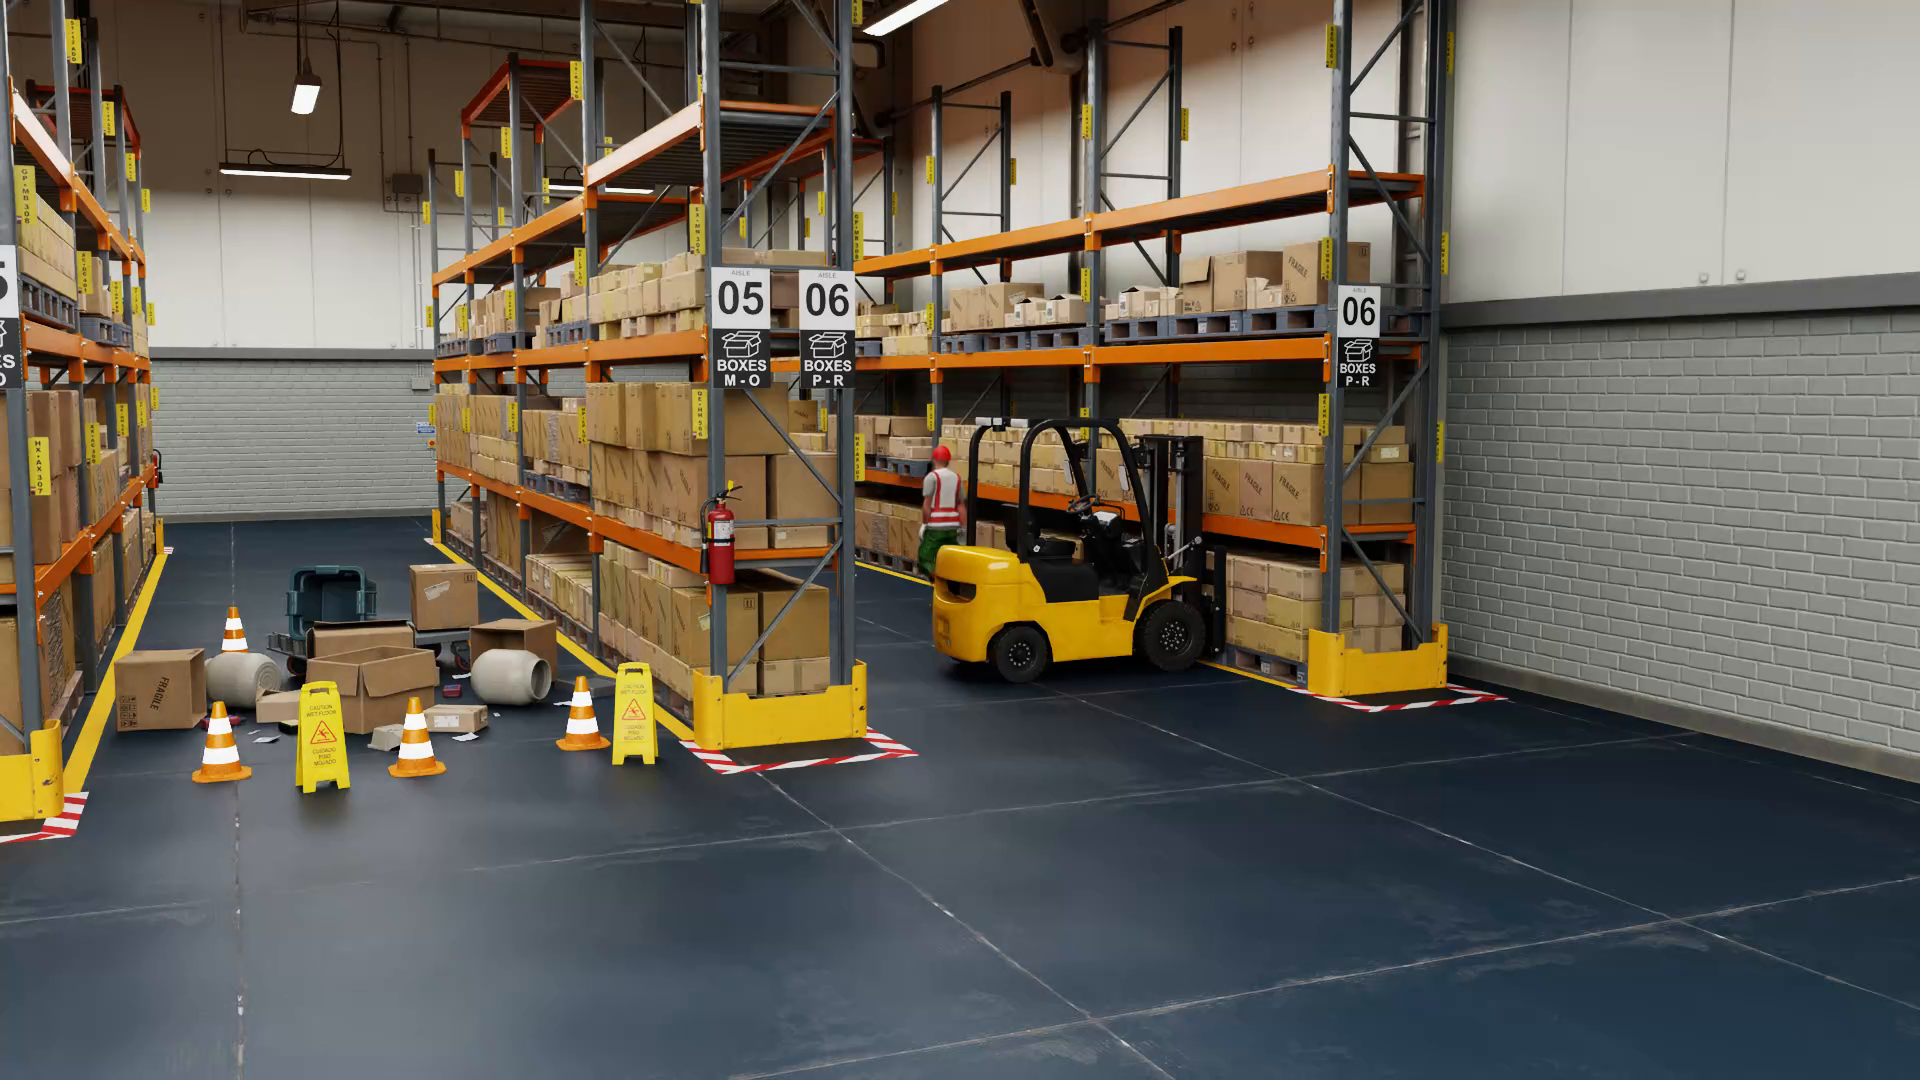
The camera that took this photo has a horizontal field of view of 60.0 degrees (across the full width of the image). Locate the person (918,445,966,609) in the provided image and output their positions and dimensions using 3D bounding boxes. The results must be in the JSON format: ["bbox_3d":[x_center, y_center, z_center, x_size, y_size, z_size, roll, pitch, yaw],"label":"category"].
[{"bbox_3d":[-0.165,-0.106,17.624,0.572,1.784,0.558,-4,7,-35],"label":"person"}]
